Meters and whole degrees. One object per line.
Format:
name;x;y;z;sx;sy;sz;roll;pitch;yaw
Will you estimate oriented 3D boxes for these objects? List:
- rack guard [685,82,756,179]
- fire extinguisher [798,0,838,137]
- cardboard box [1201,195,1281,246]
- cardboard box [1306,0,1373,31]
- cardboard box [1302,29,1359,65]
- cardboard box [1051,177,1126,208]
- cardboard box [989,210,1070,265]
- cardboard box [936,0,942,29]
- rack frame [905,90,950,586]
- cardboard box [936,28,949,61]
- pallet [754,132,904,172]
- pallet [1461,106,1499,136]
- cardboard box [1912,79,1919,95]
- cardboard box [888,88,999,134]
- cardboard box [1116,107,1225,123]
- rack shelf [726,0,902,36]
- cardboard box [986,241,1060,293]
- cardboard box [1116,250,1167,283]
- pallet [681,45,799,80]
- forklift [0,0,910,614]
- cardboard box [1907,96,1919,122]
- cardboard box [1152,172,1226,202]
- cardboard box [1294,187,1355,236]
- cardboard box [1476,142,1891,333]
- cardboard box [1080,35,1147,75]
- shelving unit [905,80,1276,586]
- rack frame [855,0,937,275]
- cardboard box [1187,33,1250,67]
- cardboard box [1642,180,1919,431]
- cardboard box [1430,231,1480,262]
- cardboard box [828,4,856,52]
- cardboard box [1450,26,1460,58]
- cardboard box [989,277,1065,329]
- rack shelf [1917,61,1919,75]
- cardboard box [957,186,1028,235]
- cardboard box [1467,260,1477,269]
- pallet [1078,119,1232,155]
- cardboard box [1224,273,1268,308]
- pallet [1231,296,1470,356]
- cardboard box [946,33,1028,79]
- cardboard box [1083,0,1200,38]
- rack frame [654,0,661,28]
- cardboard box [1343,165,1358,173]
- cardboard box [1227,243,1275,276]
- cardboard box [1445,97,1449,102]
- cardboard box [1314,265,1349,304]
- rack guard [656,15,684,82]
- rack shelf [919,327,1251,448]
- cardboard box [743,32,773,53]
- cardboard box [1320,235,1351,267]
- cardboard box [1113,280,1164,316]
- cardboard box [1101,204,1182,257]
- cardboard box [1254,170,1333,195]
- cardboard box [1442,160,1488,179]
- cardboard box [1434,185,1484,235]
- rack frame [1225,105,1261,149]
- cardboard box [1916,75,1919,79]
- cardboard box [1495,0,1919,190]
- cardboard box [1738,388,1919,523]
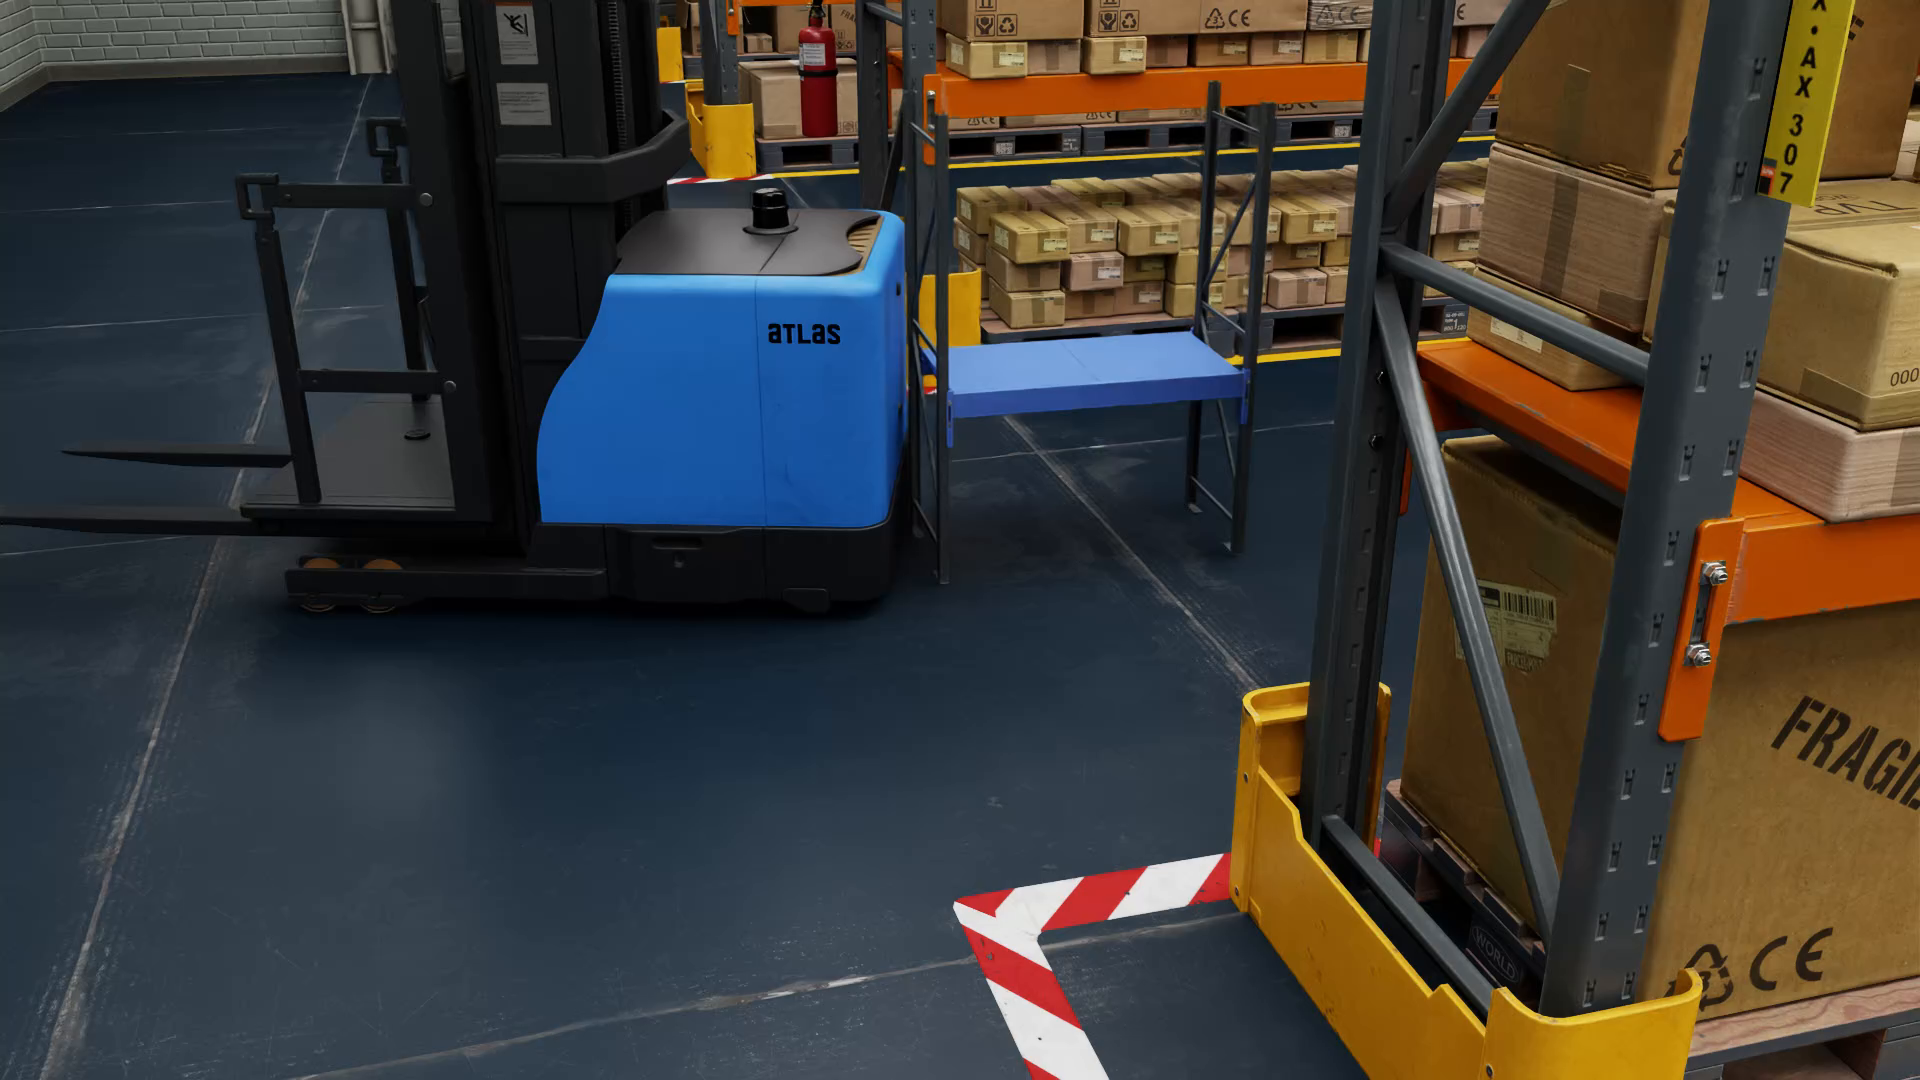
rack guard;-1.747;-2.989;12.082;0.348;0.500;1.175;-6;24;-14
fire extinguisher;-0.657;-2.213;7.675;0.183;0.674;0.296;-6;24;-14
cardboard box;1.303;-1.492;7.751;0.250;0.149;0.380;-5;24;-12
cardboard box;1.690;-2.568;7.427;0.500;0.500;0.500;-7;24;-16
cardboard box;1.599;-2.252;7.513;0.250;0.149;0.380;-5;24;-12
cardboard box;0.624;-1.661;8.147;0.250;0.149;0.380;-7;24;-16
cardboard box;0.306;-1.355;7.432;0.250;0.149;0.380;-7;24;-17
cardboard box;0.073;-2.600;7.501;0.500;0.500;0.500;-6;24;-13
rack frame;-0.105;-0.637;5.333;0.032;1.500;0.500;-5;24;-12
cardboard box;-0.052;-2.298;7.621;0.250;0.149;0.380;-6;24;-14
pallet;-0.976;-2.974;12.413;1.213;0.211;1.003;-6;24;-14
pallet;4.026;-3.527;13.703;1.213;0.211;1.003;-6;24;-14
cardboard box;5.214;-2.373;9.164;0.500;0.250;0.500;-7;24;-17
cardboard box;-0.237;-3.365;12.505;0.875;0.438;0.875;-6;24;-13
cardboard box;1.494;-3.556;12.950;0.875;0.438;0.875;-7;24;-15
rack shelf;0.201;-4.023;12.234;4.000;0.370;1.077;-6;24;-14
cardboard box;0.284;-1.250;7.564;0.250;0.149;0.380;-5;24;-12
cardboard box;0.775;-1.317;7.721;0.250;0.149;0.380;-6;24;-14
pallet;-2.228;-4.836;16.754;1.213;0.211;1.003;-6;24;-14
forklift;-1.707;-1.324;5.118;3.031;2.935;1.130;1;23;2
cardboard box;4.856;-2.123;8.580;0.500;0.250;0.500;-6;24;-13
cardboard box;1.134;-1.715;8.271;0.250;0.149;0.380;-5;24;-12
cardboard box;1.784;-1.566;7.923;0.250;0.149;0.380;-6;24;-14
cardboard box;1.348;-0.598;3.153;0.500;0.250;0.500;-7;24;-15
cardboard box;0.618;-2.118;7.200;0.250;0.149;0.380;-7;24;-16
shelving unit;0.391;-0.682;5.437;1.048;1.500;0.538;-5;24;-12
rack frame;-0.290;-2.272;7.241;0.127;3.000;1.000;-6;24;-14
cardboard box;1.098;-2.217;7.431;0.250;0.149;0.380;-7;24;-15
cardboard box;1.488;-0.394;2.678;0.500;0.250;0.500;-7;24;-16
cardboard box;2.326;-1.470;8.078;0.250;0.149;0.380;-6;24;-13
cardboard box;-1.085;-5.193;16.685;0.500;0.500;0.500;-6;24;-13
cardboard box;2.090;-2.323;7.679;0.250;0.149;0.380;-7;24;-15
cardboard box;0.301;-1.089;7.567;0.250;0.149;0.380;-6;24;-13
rack shelf;5.487;-2.580;8.872;4.000;0.370;1.077;-6;24;-14
cardboard box;0.151;-1.581;7.958;0.250;0.149;0.380;-6;24;-14
cardboard box;2.480;-1.379;8.243;0.250;0.149;0.380;-7;24;-16
pallet;1.374;-3.234;13.019;1.213;0.211;1.003;-6;24;-14
cardboard box;1.264;-1.226;7.886;0.250;0.149;0.380;-6;24;-14
pallet;1.748;-1.200;8.279;1.213;0.211;1.003;-6;24;-14
cardboard box;0.111;-2.066;7.080;0.250;0.149;0.380;-7;24;-15
cardboard box;0.726;-2.464;7.185;0.500;0.500;0.500;-6;24;-14
rack frame;-3.069;-6.024;15.986;0.127;3.000;1.000;-6;24;-14
cardboard box;2.150;-1.811;8.495;0.250;0.149;0.380;-6;24;-13
cardboard box;1.281;-1.368;7.839;0.250;0.149;0.380;-7;24;-17
cardboard box;3.570;-3.979;13.380;0.875;0.875;0.875;-6;24;-13
cardboard box;1.787;-1.259;7.963;0.250;0.149;0.380;-6;24;-14
rack guard;-2.995;-4.884;16.498;0.348;0.500;1.175;-6;24;-14
rack shelf;0.391;-0.517;5.508;1.000;0.185;0.538;-5;24;-12
cardboard box;-2.035;-4.967;16.605;0.250;0.149;0.380;-7;24;-16
cardboard box;1.794;-1.437;8.001;0.250;0.149;0.380;-5;24;-12
cardboard box;0.768;-1.177;7.772;0.250;0.149;0.380;-6;24;-14
cardboard box;0.817;-1.408;7.556;0.250;0.149;0.380;-6;24;-15
cardboard box;1.662;-1.739;8.328;0.250;0.149;0.380;-6;24;-14
cardboard box;2.662;-1.844;8.571;0.250;0.149;0.380;-7;24;-15
cardboard box;2.309;-1.584;7.966;0.250;0.149;0.380;-8;24;-17
rack frame;2.127;-4.566;12.588;0.127;3.000;1.000;-6;24;-14
cardboard box;7.965;-4.195;14.522;0.625;0.372;0.950;-6;24;-13
cardboard box;1.351;-0.942;3.003;0.500;0.500;0.500;-6;24;-14
cardboard box;1.384;-0.175;2.673;0.250;0.149;0.380;-6;24;-14
